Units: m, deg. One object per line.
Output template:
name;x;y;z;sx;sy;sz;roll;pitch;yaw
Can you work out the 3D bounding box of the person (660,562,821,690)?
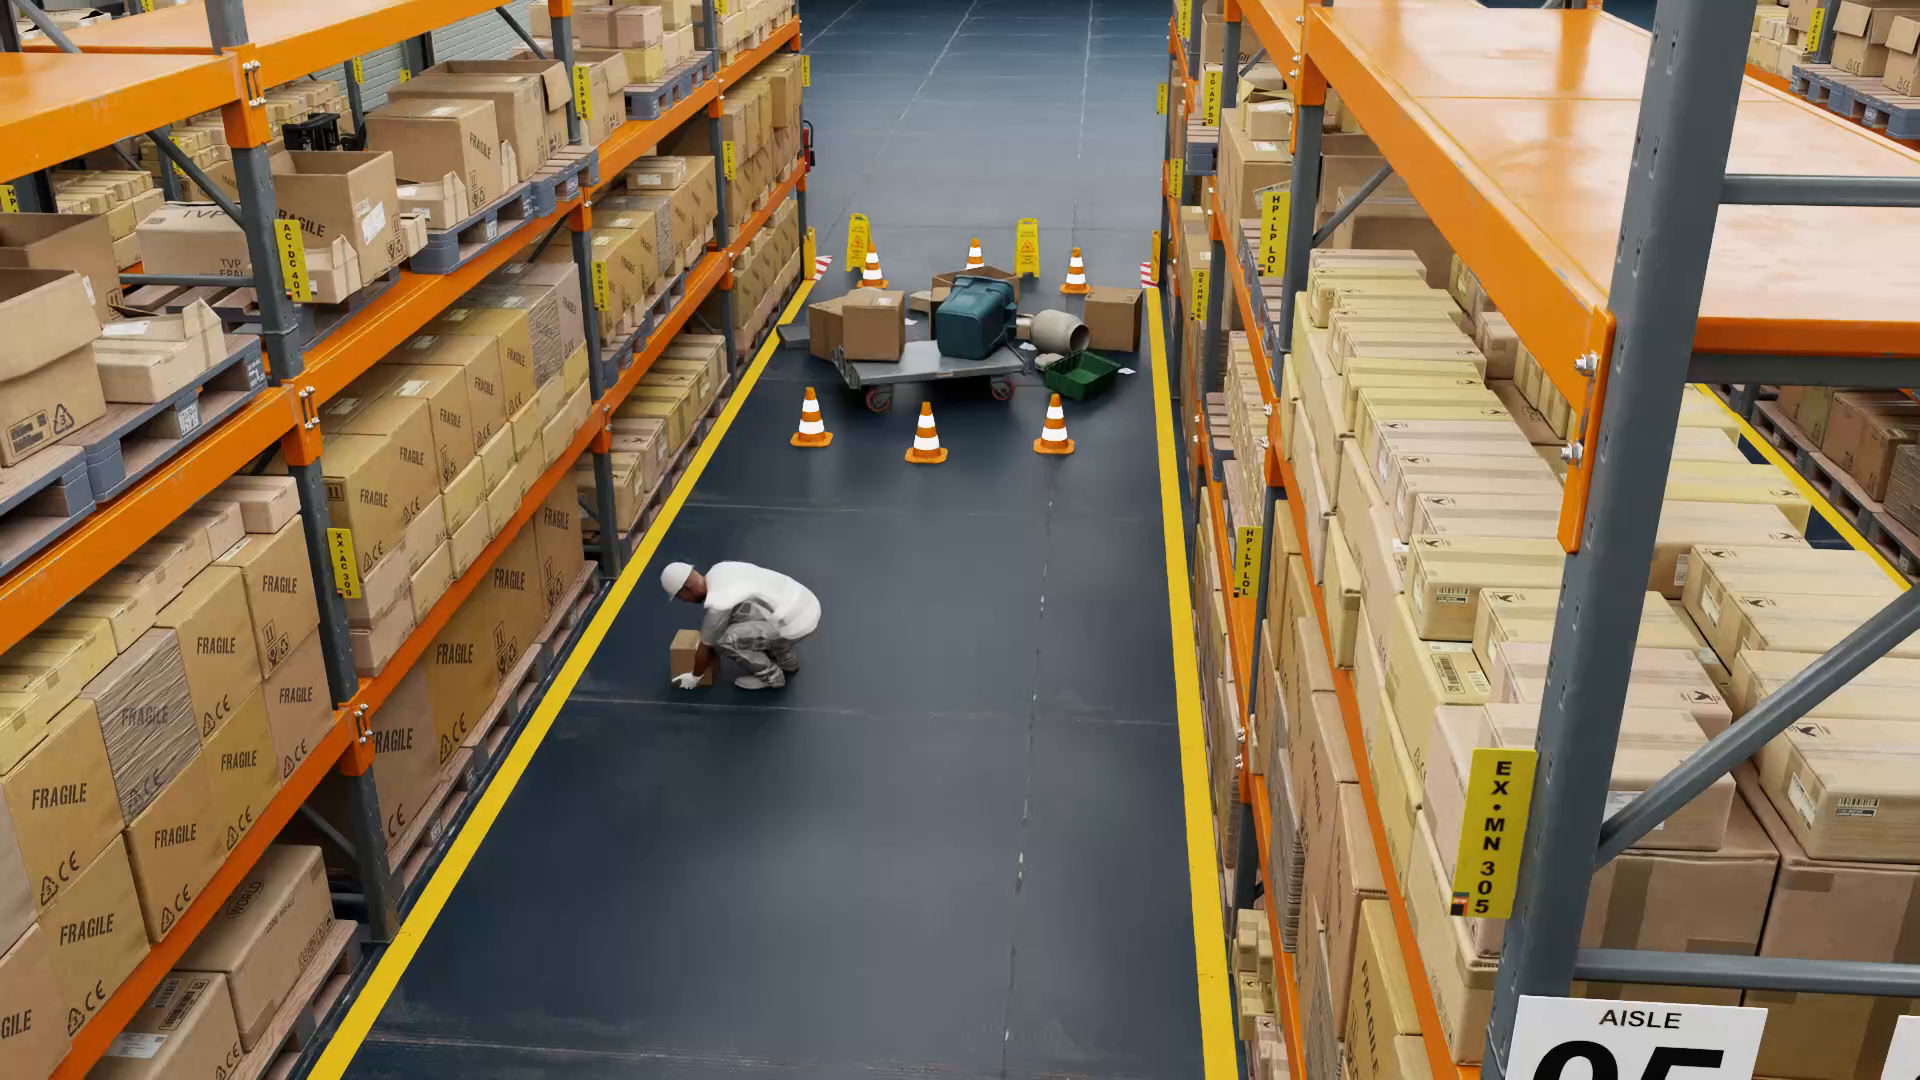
person;-1.323;0.533;10.114;0.937;0.878;0.574;2;24;4
